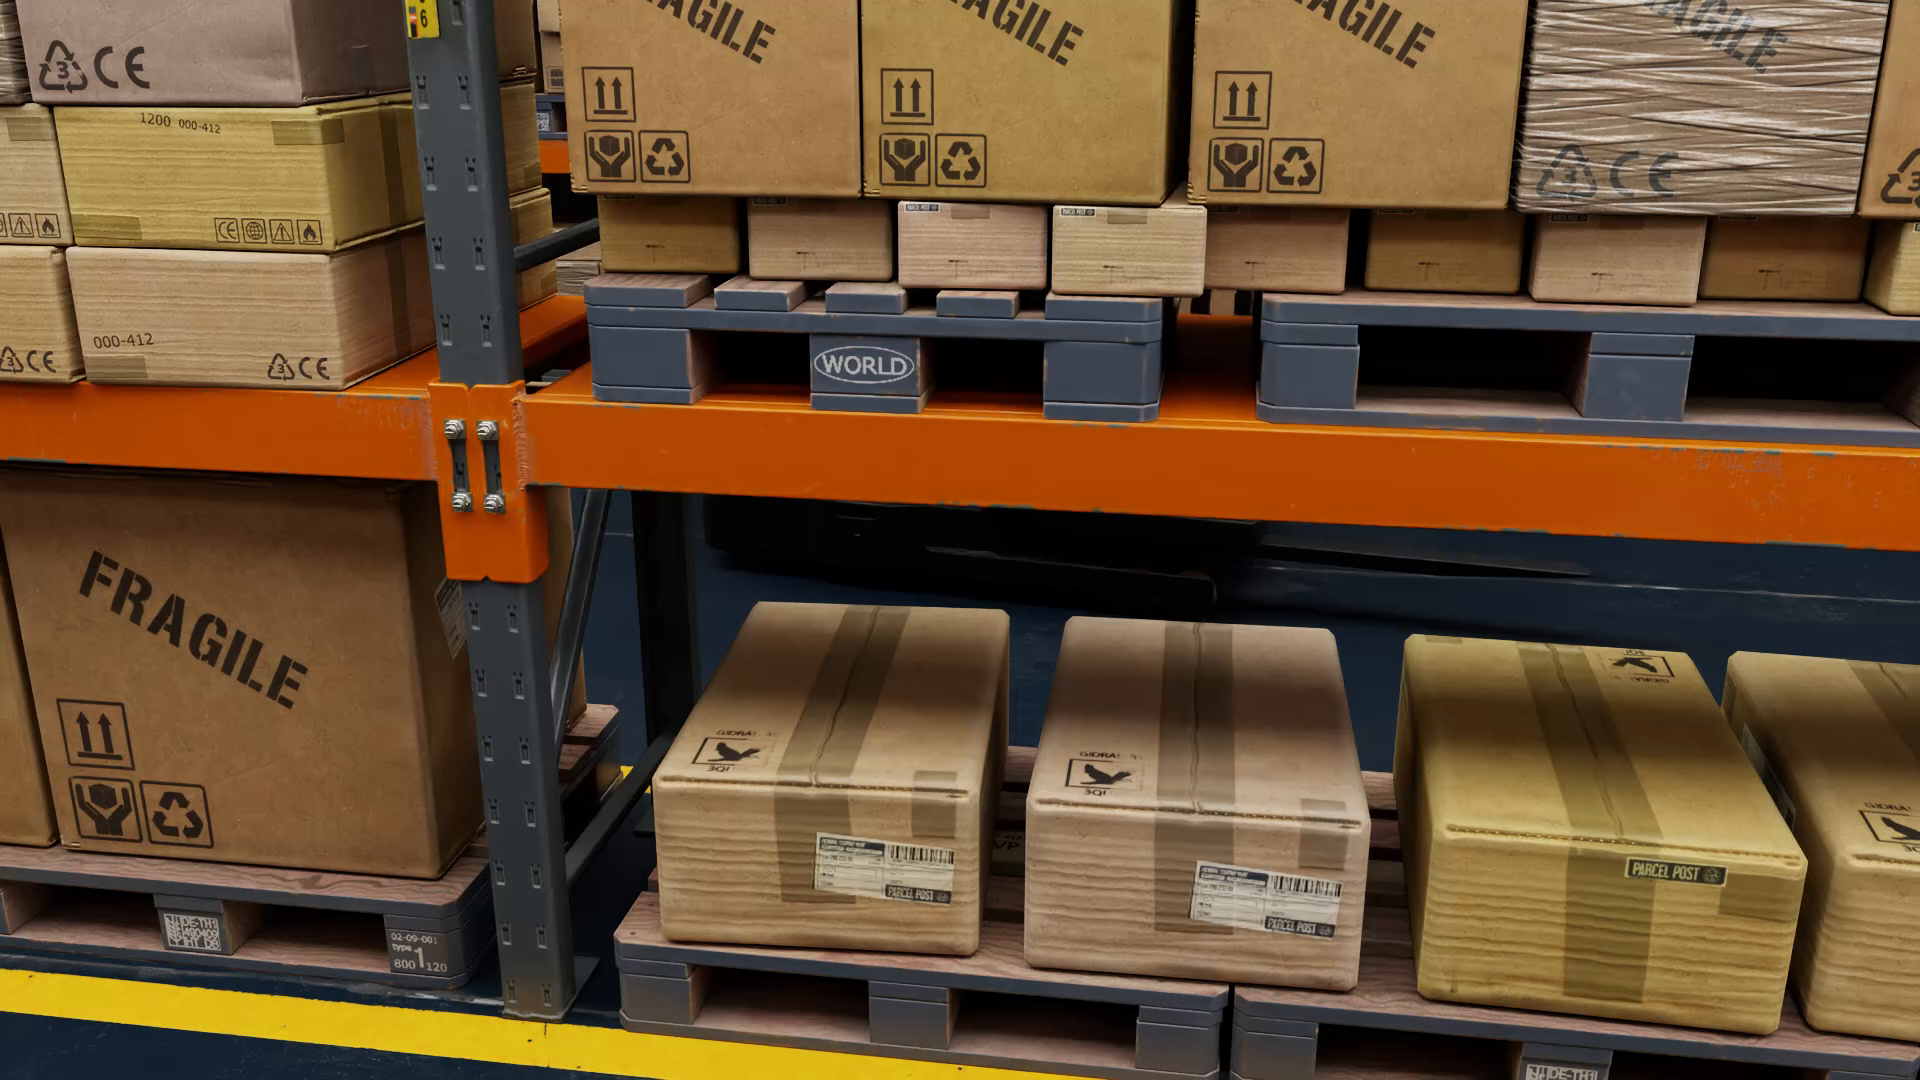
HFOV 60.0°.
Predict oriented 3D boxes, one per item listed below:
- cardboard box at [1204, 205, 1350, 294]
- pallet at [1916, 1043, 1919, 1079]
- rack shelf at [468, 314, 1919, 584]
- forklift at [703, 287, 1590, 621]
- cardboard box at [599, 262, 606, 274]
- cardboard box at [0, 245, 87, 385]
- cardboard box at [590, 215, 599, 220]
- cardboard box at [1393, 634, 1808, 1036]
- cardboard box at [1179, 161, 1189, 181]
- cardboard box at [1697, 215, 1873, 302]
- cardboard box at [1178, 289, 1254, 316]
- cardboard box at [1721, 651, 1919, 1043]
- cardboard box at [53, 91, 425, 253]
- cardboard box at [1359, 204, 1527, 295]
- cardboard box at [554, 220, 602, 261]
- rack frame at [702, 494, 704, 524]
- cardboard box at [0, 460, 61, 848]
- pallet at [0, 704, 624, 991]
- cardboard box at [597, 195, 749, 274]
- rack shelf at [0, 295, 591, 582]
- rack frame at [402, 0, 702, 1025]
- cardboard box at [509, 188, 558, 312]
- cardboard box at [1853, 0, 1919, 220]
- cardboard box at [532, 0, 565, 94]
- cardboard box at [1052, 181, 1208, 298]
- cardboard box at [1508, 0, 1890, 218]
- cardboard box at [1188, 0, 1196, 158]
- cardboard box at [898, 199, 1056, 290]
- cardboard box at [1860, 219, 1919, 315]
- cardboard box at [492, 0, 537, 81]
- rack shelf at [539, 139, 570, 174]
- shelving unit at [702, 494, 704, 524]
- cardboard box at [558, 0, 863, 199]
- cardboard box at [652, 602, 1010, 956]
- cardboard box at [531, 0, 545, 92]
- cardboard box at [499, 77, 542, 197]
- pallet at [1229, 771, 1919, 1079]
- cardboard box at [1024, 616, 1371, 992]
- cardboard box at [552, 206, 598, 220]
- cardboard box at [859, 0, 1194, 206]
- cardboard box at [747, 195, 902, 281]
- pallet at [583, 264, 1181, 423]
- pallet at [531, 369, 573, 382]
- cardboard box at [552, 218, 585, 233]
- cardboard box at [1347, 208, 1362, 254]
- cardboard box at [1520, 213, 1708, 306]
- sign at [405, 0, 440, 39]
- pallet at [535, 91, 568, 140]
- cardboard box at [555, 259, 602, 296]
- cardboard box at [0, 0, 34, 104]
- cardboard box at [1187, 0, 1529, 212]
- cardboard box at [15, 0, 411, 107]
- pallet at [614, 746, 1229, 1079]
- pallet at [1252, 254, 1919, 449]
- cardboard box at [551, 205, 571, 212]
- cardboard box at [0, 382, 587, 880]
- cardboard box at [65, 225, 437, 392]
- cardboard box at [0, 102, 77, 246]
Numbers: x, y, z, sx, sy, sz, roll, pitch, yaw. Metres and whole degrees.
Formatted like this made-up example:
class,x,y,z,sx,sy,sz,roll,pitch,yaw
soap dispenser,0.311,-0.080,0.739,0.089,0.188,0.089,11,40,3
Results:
class,x,y,z,sx,sy,sz,roll,pitch,yaw
cardboard box,0.556,-0.545,2.938,0.250,0.149,0.380,4,19,12
pallet,2.390,0.885,3.326,1.213,0.211,1.003,3,19,9
rack shelf,1.184,-0.158,3.183,4.000,0.370,1.077,3,19,9
forklift,0.649,-1.310,5.600,3.031,2.935,1.130,6,19,16
cardboard box,-1.468,-1.177,8.372,0.500,0.500,0.500,4,19,11
cardboard box,-1.838,-0.494,3.289,0.500,0.250,0.500,3,19,10
cardboard box,-1.757,-1.649,8.760,0.250,0.149,0.380,3,19,9
cardboard box,1.244,0.553,3.403,0.625,0.372,0.950,4,19,10
cardboard box,0.350,-0.733,3.500,0.250,0.149,0.380,2,19,6
cardboard box,1.358,-0.520,2.863,0.250,0.149,0.380,2,19,7
cardboard box,1.253,-1.162,8.131,0.625,0.625,0.875,4,19,10
cardboard box,1.930,0.587,3.300,0.625,0.372,0.950,4,19,12
cardboard box,-1.309,-0.711,3.149,0.500,0.250,0.500,3,19,8
cardboard box,0.842,-0.543,2.932,0.250,0.149,0.380,4,19,11
cardboard box,-1.839,-1.498,8.308,0.250,0.149,0.380,2,19,6
rack frame,-0.962,-0.666,6.404,0.006,1.200,0.240,6,19,16
cardboard box,-2.339,0.101,3.960,0.875,0.875,0.875,3,19,9
pallet,-1.557,0.659,4.001,1.213,0.211,1.003,3,19,9
cardboard box,-0.499,-0.606,3.120,0.250,0.149,0.380,2,19,5
rack shelf,-2.765,-0.360,3.785,4.000,0.370,1.077,3,19,9
rack frame,-0.790,-0.600,3.370,0.127,3.000,1.000,3,19,9
cardboard box,-1.234,-0.633,3.703,0.500,0.250,0.500,3,19,8
cardboard box,1.668,-0.790,2.650,0.500,0.500,0.500,4,19,11
cardboard box,-1.648,-2.428,8.007,0.637,0.503,0.797,2,19,7
cardboard box,0.306,-0.532,2.901,0.250,0.149,0.380,3,19,9
cardboard box,1.151,-0.816,2.728,0.500,0.500,0.500,2,19,7
cardboard box,0.713,-1.004,3.290,0.500,0.500,0.500,2,19,5
cardboard box,0.038,-0.553,2.962,0.250,0.149,0.380,2,19,5
cardboard box,1.602,-0.474,2.727,0.250,0.149,0.380,3,19,9
cardboard box,-1.238,-1.223,3.498,0.500,0.500,0.500,2,19,7
rack shelf,-1.981,-1.915,8.433,4.000,0.370,1.077,3,19,9
shelving unit,-0.875,-0.658,6.378,0.189,1.200,0.258,6,19,16
cardboard box,-0.383,-0.893,2.956,0.500,0.500,0.500,2,19,7
cardboard box,-0.234,0.478,3.626,0.625,0.372,0.950,2,19,5
cardboard box,-2.228,-2.443,8.059,0.500,0.500,0.700,3,19,8
cardboard box,-1.251,-0.869,3.622,0.500,0.250,0.500,3,19,8
pallet,1.182,0.824,3.508,1.213,0.211,1.003,3,19,9
cardboard box,0.496,0.513,3.522,0.625,0.372,0.950,3,19,8
cardboard box,-2.017,-1.676,8.840,0.250,0.149,0.380,2,19,6
cardboard box,0.133,-0.869,2.884,0.500,0.500,0.500,4,19,11
cardboard box,-0.225,-0.581,3.046,0.250,0.149,0.380,2,19,5
pallet,-0.070,-0.507,3.393,1.003,0.211,1.213,3,19,9
pallet,-1.939,-0.945,8.794,1.213,0.211,1.003,3,19,9
cardboard box,-2.074,-1.526,8.393,0.250,0.149,0.380,3,19,9
cardboard box,0.852,-0.671,3.316,0.250,0.149,0.380,3,19,9
cardboard box,1.089,-0.509,2.832,0.250,0.149,0.380,4,19,10
sign,-0.875,-0.975,2.666,0.005,0.325,0.100,3,19,9
pallet,-1.928,-2.161,8.337,1.213,0.211,1.003,3,19,9
cardboard box,-1.984,-1.197,8.432,0.500,0.500,0.500,2,19,7
cardboard box,-1.850,-1.089,3.098,0.500,0.500,0.500,3,19,10
cardboard box,0.658,-0.844,2.810,0.500,0.500,0.500,3,19,10
cardboard box,-1.342,-1.066,3.028,0.500,0.500,0.500,2,19,7
pallet,-0.019,0.762,3.693,1.213,0.211,1.003,3,19,9
pallet,1.171,-0.423,3.141,1.213,0.211,1.003,3,19,9
cardboard box,-2.262,-1.698,8.907,0.250,0.149,0.380,3,19,9
cardboard box,-1.459,0.147,3.822,0.875,0.875,0.875,3,19,8
cardboard box,-1.331,-0.473,3.227,0.500,0.250,0.500,2,19,7
cardboard box,-1.816,-0.736,3.223,0.500,0.250,0.500,2,19,7
